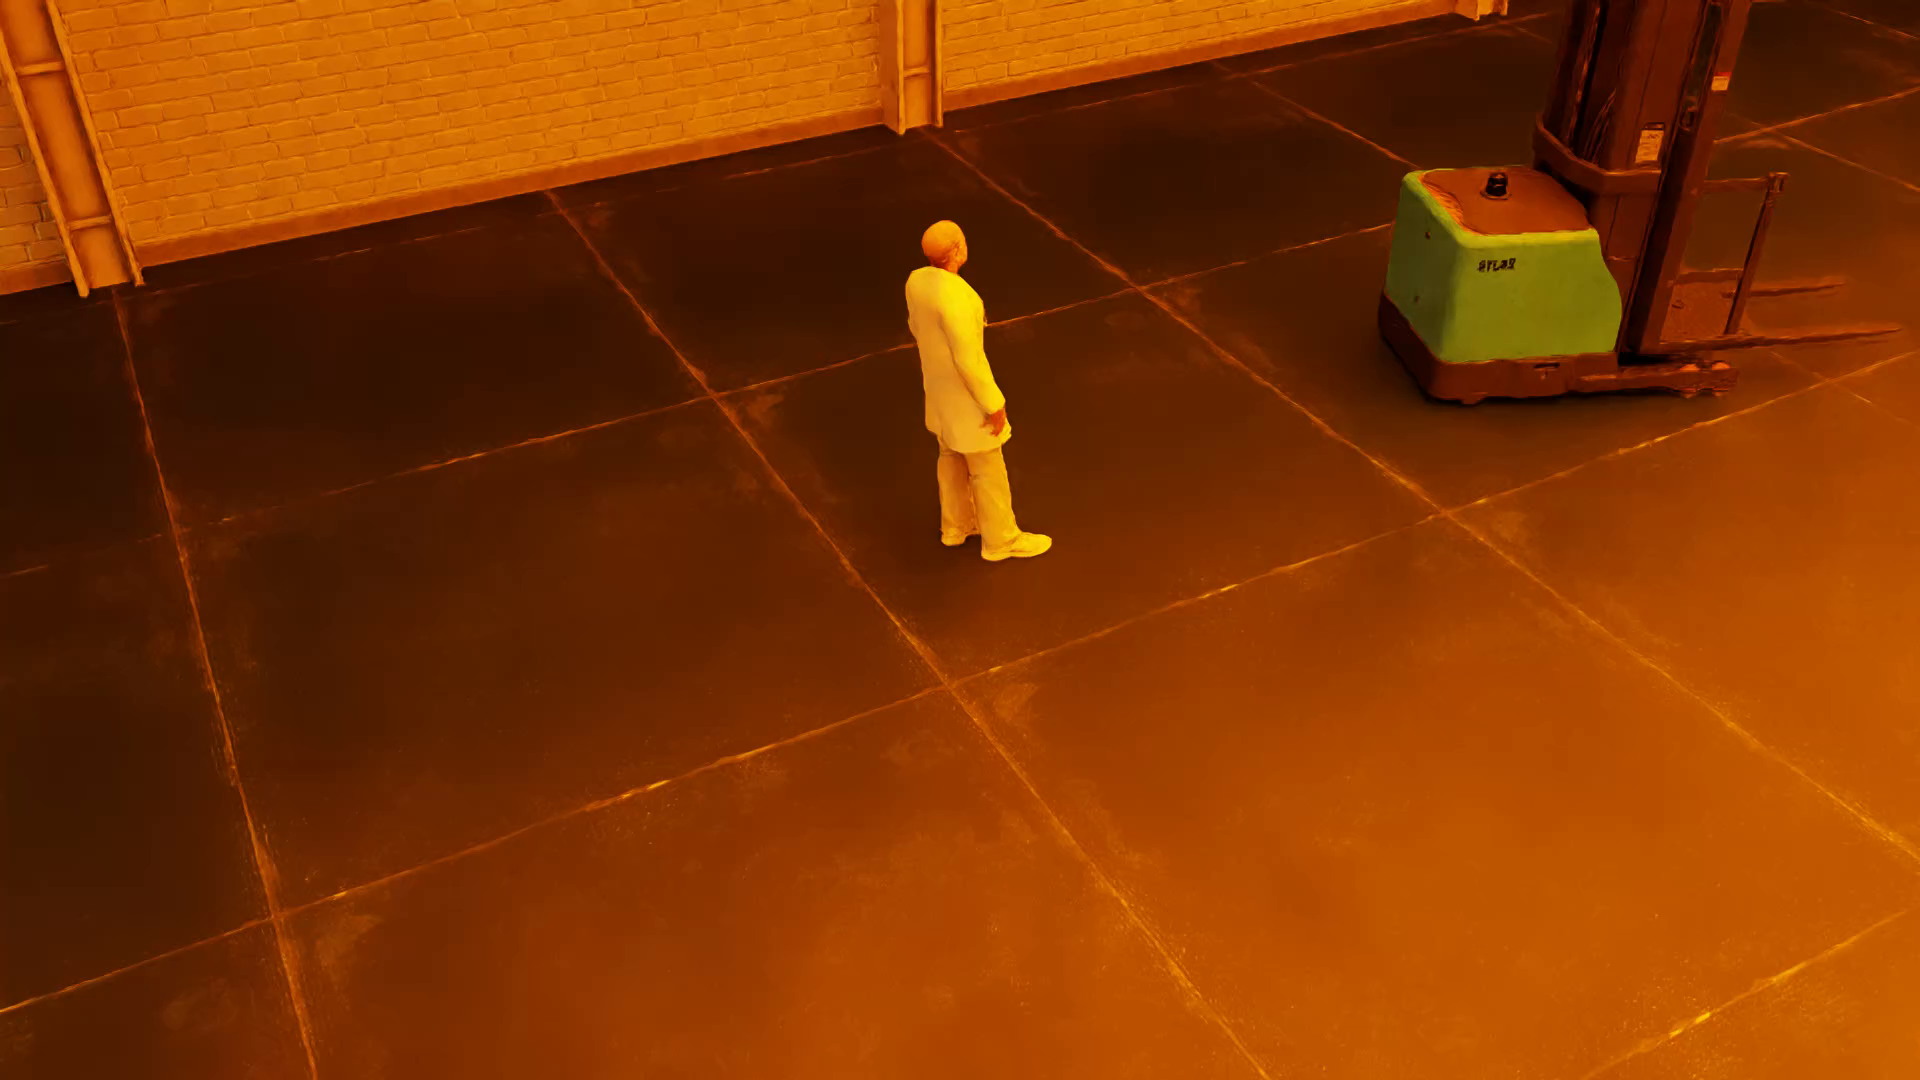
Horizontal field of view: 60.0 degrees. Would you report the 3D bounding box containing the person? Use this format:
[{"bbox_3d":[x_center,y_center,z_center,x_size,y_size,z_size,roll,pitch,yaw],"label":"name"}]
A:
[{"bbox_3d":[0.082,-0.754,8.177,0.579,1.776,0.694,-17,39,-23],"label":"person"}]

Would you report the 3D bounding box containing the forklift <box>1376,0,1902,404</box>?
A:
[{"bbox_3d":[4.180,-2.371,9.477,3.031,2.935,1.130,-5,36,-7],"label":"forklift"}]
